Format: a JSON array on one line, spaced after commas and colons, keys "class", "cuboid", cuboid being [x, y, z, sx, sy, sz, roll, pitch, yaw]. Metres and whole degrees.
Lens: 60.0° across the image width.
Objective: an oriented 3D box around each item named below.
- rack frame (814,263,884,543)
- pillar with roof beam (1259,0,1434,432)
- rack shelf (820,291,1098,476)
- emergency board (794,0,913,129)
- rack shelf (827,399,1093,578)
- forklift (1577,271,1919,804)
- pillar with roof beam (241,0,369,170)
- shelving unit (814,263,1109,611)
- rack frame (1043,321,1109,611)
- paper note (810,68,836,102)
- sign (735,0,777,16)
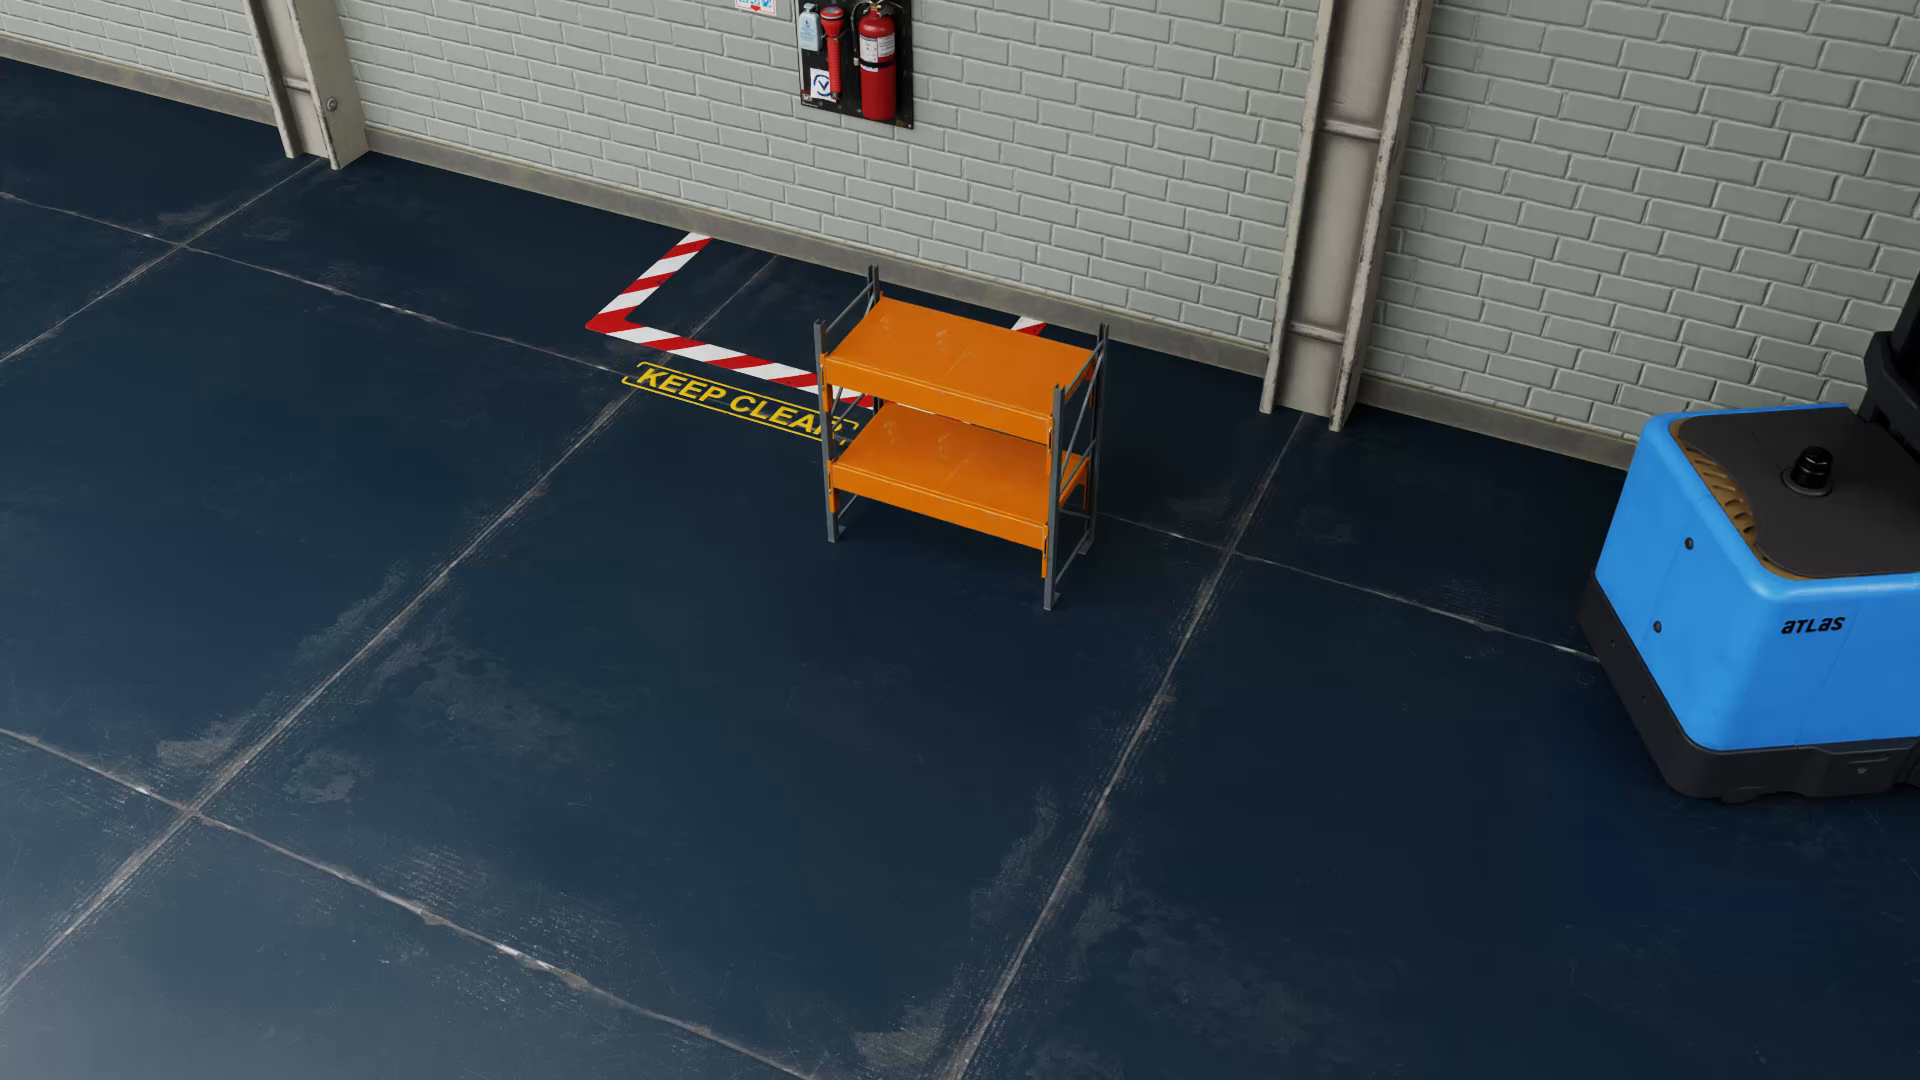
[{"class": "rack frame", "cuboid": [-0.455, -0.564, 7.042, 0.032, 1.125, 0.500, 17, 44, 19]}, {"class": "pillar with roof beam", "cuboid": [-0.143, -1.499, 2.109, 0.400, 9.000, 9.100, 17, 44, 19]}, {"class": "rack shelf", "cuboid": [0.006, -0.644, 6.688, 1.000, 0.278, 0.538, 17, 44, 19]}, {"class": "emergency board", "cuboid": [-0.547, -2.494, 7.837, 0.643, 1.169, 0.194, 17, 44, 19]}, {"class": "rack shelf", "cuboid": [0.006, -0.238, 7.040, 1.000, 0.278, 0.538, 17, 44, 19]}, {"class": "forklift", "cuboid": [4.060, -0.546, 5.642, 3.031, 2.935, 1.130, -4, 41, -4]}, {"class": "pillar with roof beam", "cuboid": [-5.581, -3.160, 4.026, 0.400, 9.000, 9.100, 17, 44, 19]}, {"class": "shelving unit", "cuboid": [0.006, -0.423, 6.879, 1.048, 1.125, 0.538, 17, 44, 19]}, {"class": "rack frame", "cuboid": [0.467, -0.282, 6.717, 0.032, 1.125, 0.500, 17, 44, 19]}, {"class": "paper note", "cuboid": [-0.678, -2.251, 8.230, 0.142, 0.148, 0.016, 17, 44, 19]}, {"class": "sign", "cuboid": [-1.004, -2.722, 8.073, 0.234, 0.329, 0.001, 17, 44, 19]}]
